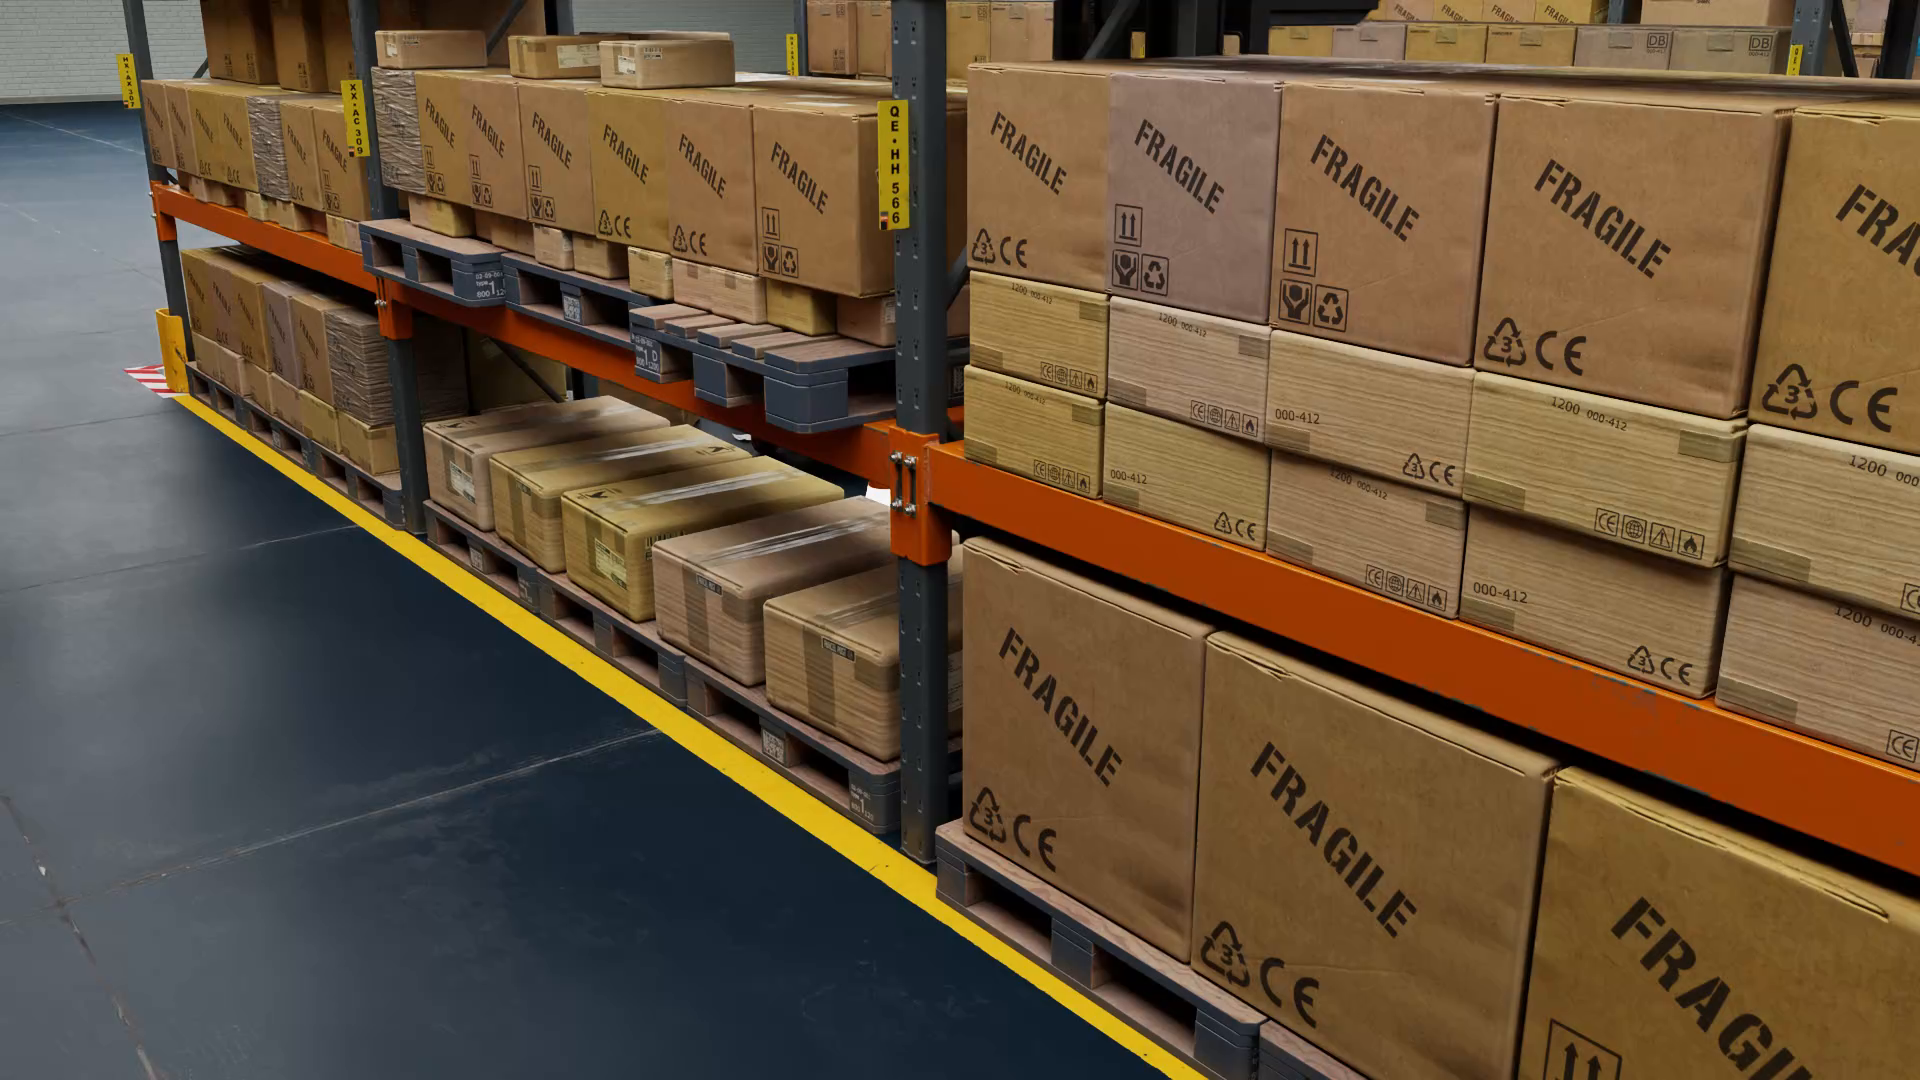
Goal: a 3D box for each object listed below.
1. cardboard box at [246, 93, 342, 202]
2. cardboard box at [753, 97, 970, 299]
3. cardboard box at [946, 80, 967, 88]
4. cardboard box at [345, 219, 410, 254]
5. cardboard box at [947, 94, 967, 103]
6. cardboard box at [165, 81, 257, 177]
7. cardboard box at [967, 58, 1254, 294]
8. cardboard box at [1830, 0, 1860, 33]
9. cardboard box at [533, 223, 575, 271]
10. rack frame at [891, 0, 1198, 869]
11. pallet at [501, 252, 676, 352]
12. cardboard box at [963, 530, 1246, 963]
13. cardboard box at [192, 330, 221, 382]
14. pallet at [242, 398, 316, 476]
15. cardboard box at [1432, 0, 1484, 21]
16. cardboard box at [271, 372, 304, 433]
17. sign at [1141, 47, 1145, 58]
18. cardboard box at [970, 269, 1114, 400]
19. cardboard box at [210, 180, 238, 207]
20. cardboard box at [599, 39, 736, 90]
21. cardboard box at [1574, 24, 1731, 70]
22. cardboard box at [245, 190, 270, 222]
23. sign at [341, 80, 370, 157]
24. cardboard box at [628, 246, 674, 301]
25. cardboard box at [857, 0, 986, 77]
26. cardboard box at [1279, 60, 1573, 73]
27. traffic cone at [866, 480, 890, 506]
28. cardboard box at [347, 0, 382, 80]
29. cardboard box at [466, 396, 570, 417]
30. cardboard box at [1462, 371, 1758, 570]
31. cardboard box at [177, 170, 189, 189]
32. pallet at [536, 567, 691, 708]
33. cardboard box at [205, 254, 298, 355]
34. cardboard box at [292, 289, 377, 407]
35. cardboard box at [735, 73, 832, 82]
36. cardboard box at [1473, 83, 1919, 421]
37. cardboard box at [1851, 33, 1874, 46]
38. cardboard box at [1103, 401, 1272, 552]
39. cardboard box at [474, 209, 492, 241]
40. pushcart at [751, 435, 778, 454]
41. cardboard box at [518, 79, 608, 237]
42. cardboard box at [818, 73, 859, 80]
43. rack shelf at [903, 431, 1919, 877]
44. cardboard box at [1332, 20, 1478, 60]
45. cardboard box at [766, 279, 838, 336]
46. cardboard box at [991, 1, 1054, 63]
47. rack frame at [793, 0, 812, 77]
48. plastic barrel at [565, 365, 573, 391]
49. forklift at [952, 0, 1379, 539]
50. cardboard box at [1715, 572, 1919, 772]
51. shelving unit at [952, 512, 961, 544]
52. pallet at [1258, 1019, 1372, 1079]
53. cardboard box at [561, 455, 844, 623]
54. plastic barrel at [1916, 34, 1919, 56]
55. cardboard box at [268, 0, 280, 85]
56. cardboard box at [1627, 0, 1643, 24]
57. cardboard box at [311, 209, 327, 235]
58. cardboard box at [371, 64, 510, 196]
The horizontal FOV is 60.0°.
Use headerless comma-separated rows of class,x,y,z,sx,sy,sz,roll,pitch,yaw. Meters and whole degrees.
cardboard box,-3.354,-2.051,8.653,0.500,0.500,0.500,-13,22,-35
cardboard box,-0.249,-1.009,4.838,0.500,0.500,0.500,-15,23,-38
cardboard box,0.337,-3.098,12.208,0.875,0.550,0.500,-14,23,-36
cardboard box,-2.671,-1.449,7.867,0.380,0.149,0.250,-14,23,-37
cardboard box,0.153,-1.107,5.135,0.500,0.500,0.500,-15,23,-38
cardboard box,-4.315,-2.425,9.783,0.500,0.500,0.500,-13,22,-34
cardboard box,0.366,-0.916,4.108,0.500,0.500,0.500,-15,23,-38
cardboard box,11.464,-6.806,21.420,0.700,0.500,0.500,-15,23,-38
cardboard box,-1.349,-1.105,6.158,0.380,0.149,0.250,-13,22,-34
rack frame,0.251,-0.563,4.792,1.000,3.000,0.127,-14,23,-36
pallet,-1.010,-0.952,6.271,1.003,0.211,1.213,-14,23,-36
cardboard box,0.615,0.432,4.497,0.875,0.875,0.875,-14,23,-37
cardboard box,-4.432,-1.176,10.348,0.500,0.250,0.500,-14,23,-37
pallet,-3.439,-0.685,9.594,1.003,0.211,1.213,-14,23,-36
cardboard box,4.420,-4.450,14.307,0.500,0.500,0.500,-14,23,-36
cardboard box,-3.461,-0.792,9.188,0.500,0.250,0.500,-14,23,-35
sign,1.151,-2.880,10.285,0.100,0.325,0.005,-14,23,-36
cardboard box,0.372,-0.556,4.214,0.500,0.250,0.500,-14,23,-36
cardboard box,-4.090,-2.022,9.596,0.380,0.149,0.250,-13,22,-35
cardboard box,-0.986,-1.607,5.613,0.380,0.149,0.250,-15,24,-39
cardboard box,3.483,-2.313,8.327,0.700,0.500,0.500,-14,23,-37
cardboard box,-3.628,-1.824,9.000,0.380,0.149,0.250,-14,23,-36
sign,-2.653,-1.852,7.307,0.100,0.325,0.005,-14,23,-36
cardboard box,-0.883,-0.912,5.577,0.380,0.149,0.250,-13,23,-35
cardboard box,-0.284,-3.893,12.891,0.875,0.550,0.550,-14,23,-36
cardboard box,1.102,-0.884,4.011,0.500,0.500,0.500,-13,23,-35
traffic cone,-0.365,-0.312,8.070,0.336,0.463,0.334,-14,23,-36
cardboard box,-2.635,-2.493,8.397,0.700,0.500,0.500,-14,23,-36
cardboard box,-2.387,-0.641,8.733,0.500,0.250,0.500,-15,24,-39
cardboard box,1.297,-0.176,3.066,0.500,0.250,0.500,-13,23,-35
cardboard box,-4.667,-2.291,10.410,0.380,0.149,0.250,-14,23,-36
pallet,-0.986,0.267,6.720,1.003,0.211,1.213,-14,23,-36
cardboard box,-4.088,-1.398,9.826,0.500,0.500,0.500,-15,24,-38
cardboard box,-3.127,-1.017,8.676,0.500,0.500,0.500,-13,23,-35
cardboard box,-0.815,-1.489,6.286,0.500,0.500,0.500,-15,24,-38
cardboard box,1.301,-0.540,2.973,0.500,0.500,0.500,-14,23,-35
cardboard box,11.538,-6.364,21.119,0.380,0.149,0.250,-15,23,-38
cardboard box,0.691,-0.199,3.931,0.500,0.250,0.500,-15,23,-38
cardboard box,-1.753,-1.313,6.788,0.380,0.149,0.250,-12,22,-33
pushcart,-0.476,-0.761,9.562,0.936,0.377,1.648,11,21,30
cardboard box,-1.231,-1.393,5.998,0.500,0.500,0.500,-15,24,-38
cardboard box,-0.632,-3.514,13.465,0.875,0.550,0.550,-14,23,-36
rack shelf,1.493,0.271,3.417,1.077,0.370,4.000,-14,23,-36
cardboard box,2.533,-2.690,9.465,0.700,0.500,0.500,-14,23,-36
cardboard box,-0.360,-0.730,5.027,0.380,0.149,0.250,-14,23,-35
cardboard box,0.723,-3.494,11.686,0.875,0.550,0.550,-14,23,-36
rack frame,-0.898,-3.526,13.738,1.000,3.000,0.127,-14,23,-36
plastic barrel,-2.247,-1.098,10.505,0.512,0.421,0.421,1,18,2
forklift,1.250,-1.613,8.072,3.031,2.935,1.130,-11,21,-29
cardboard box,1.645,0.178,2.790,0.500,0.250,0.500,-15,23,-38
shelving unit,-0.146,-0.453,7.560,0.215,1.050,0.252,-11,21,-30
pallet,1.435,1.270,3.692,1.003,0.211,1.213,-14,23,-36
cardboard box,-1.022,-0.025,6.677,0.950,0.372,0.625,-13,22,-34
plastic barrel,9.421,-4.533,15.984,0.600,0.901,0.708,-14,23,-36
cardboard box,-3.522,-2.883,9.574,0.700,0.500,0.500,-14,23,-37
cardboard box,5.456,-4.307,13.875,0.500,0.500,0.500,-14,23,-36
cardboard box,-3.075,-1.653,8.483,0.380,0.149,0.250,-14,23,-37
cardboard box,-2.166,-1.766,7.122,0.500,0.500,0.500,-13,23,-35
